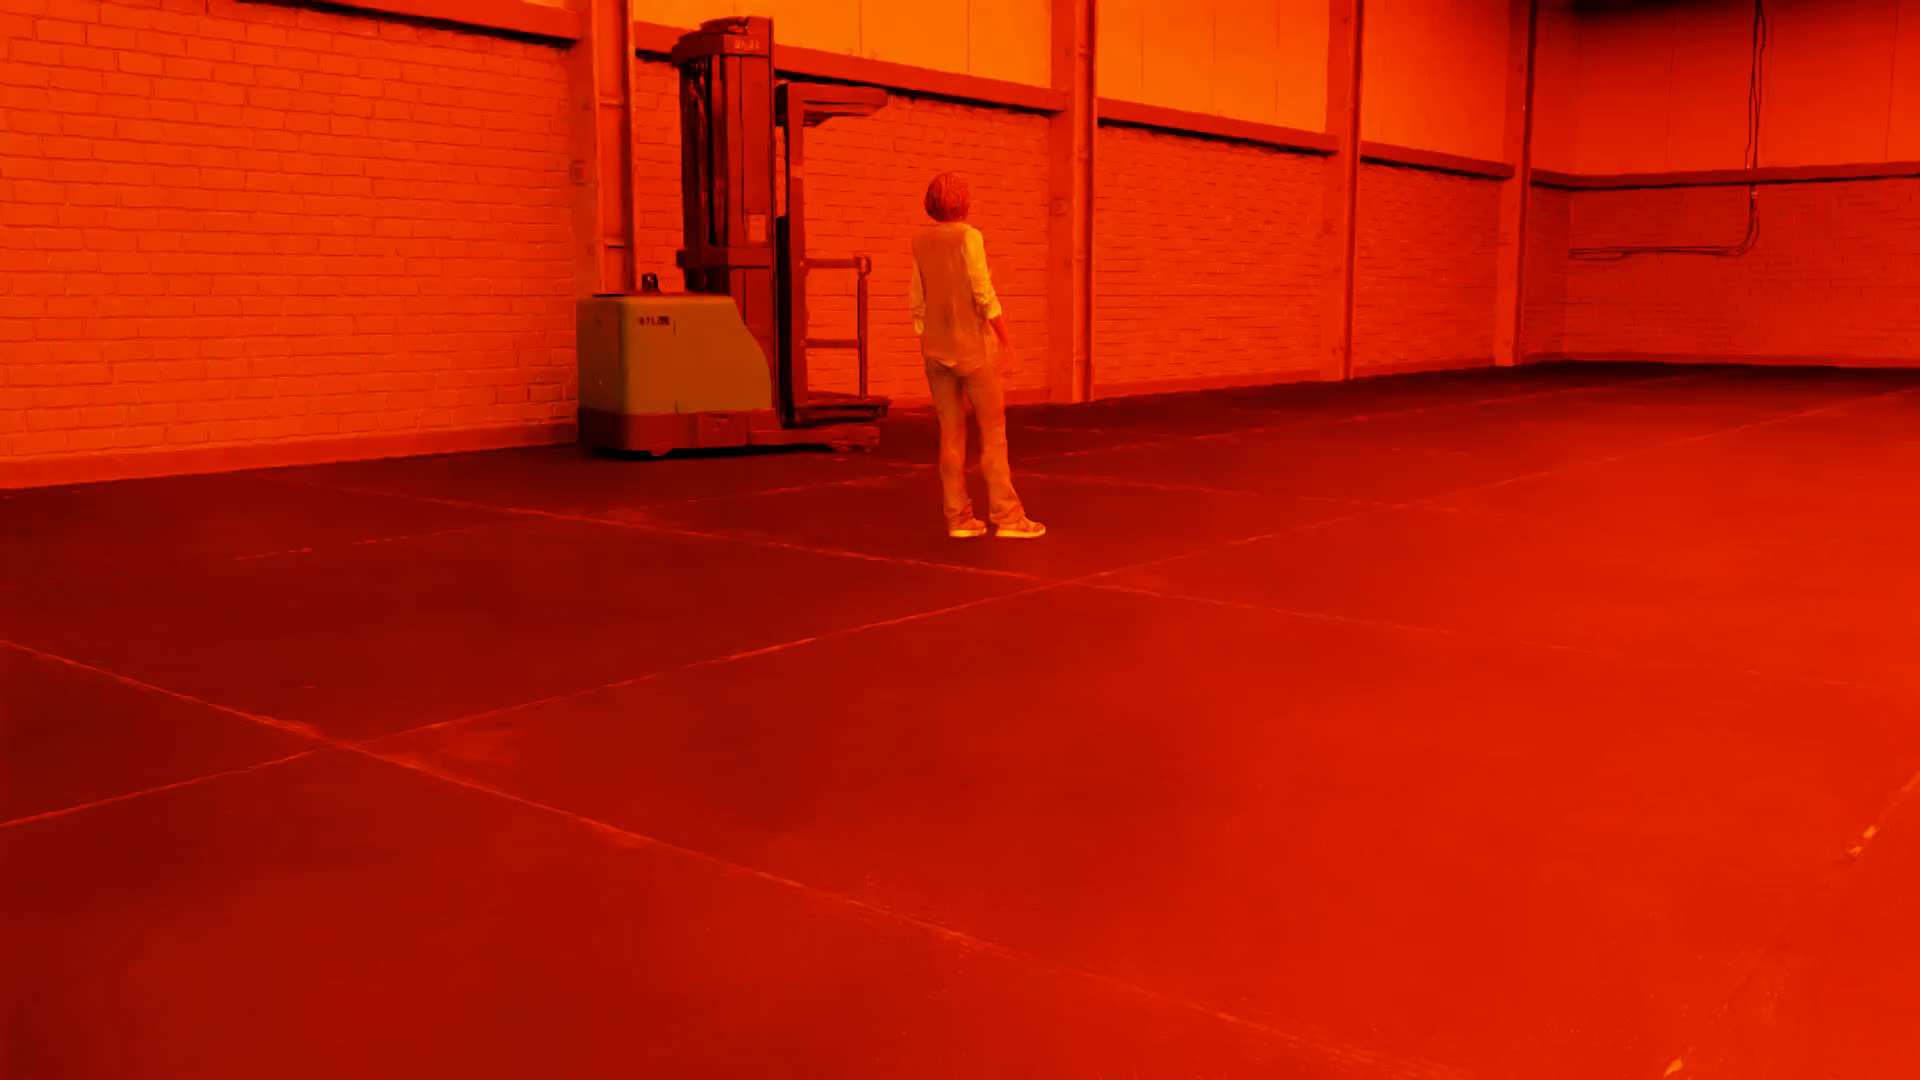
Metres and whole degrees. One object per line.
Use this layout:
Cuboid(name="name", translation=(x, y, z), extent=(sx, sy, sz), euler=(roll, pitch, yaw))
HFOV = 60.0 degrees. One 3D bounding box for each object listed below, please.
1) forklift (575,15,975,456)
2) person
Cuboid(name="forklift", translation=(-1.165, -2.138, 11.890), extent=(3.031, 2.935, 1.130), euler=(-5, 10, -31))
Cuboid(name="person", translation=(0.057, -0.804, 7.337), extent=(0.521, 1.597, 0.474), euler=(7, 11, 38))
